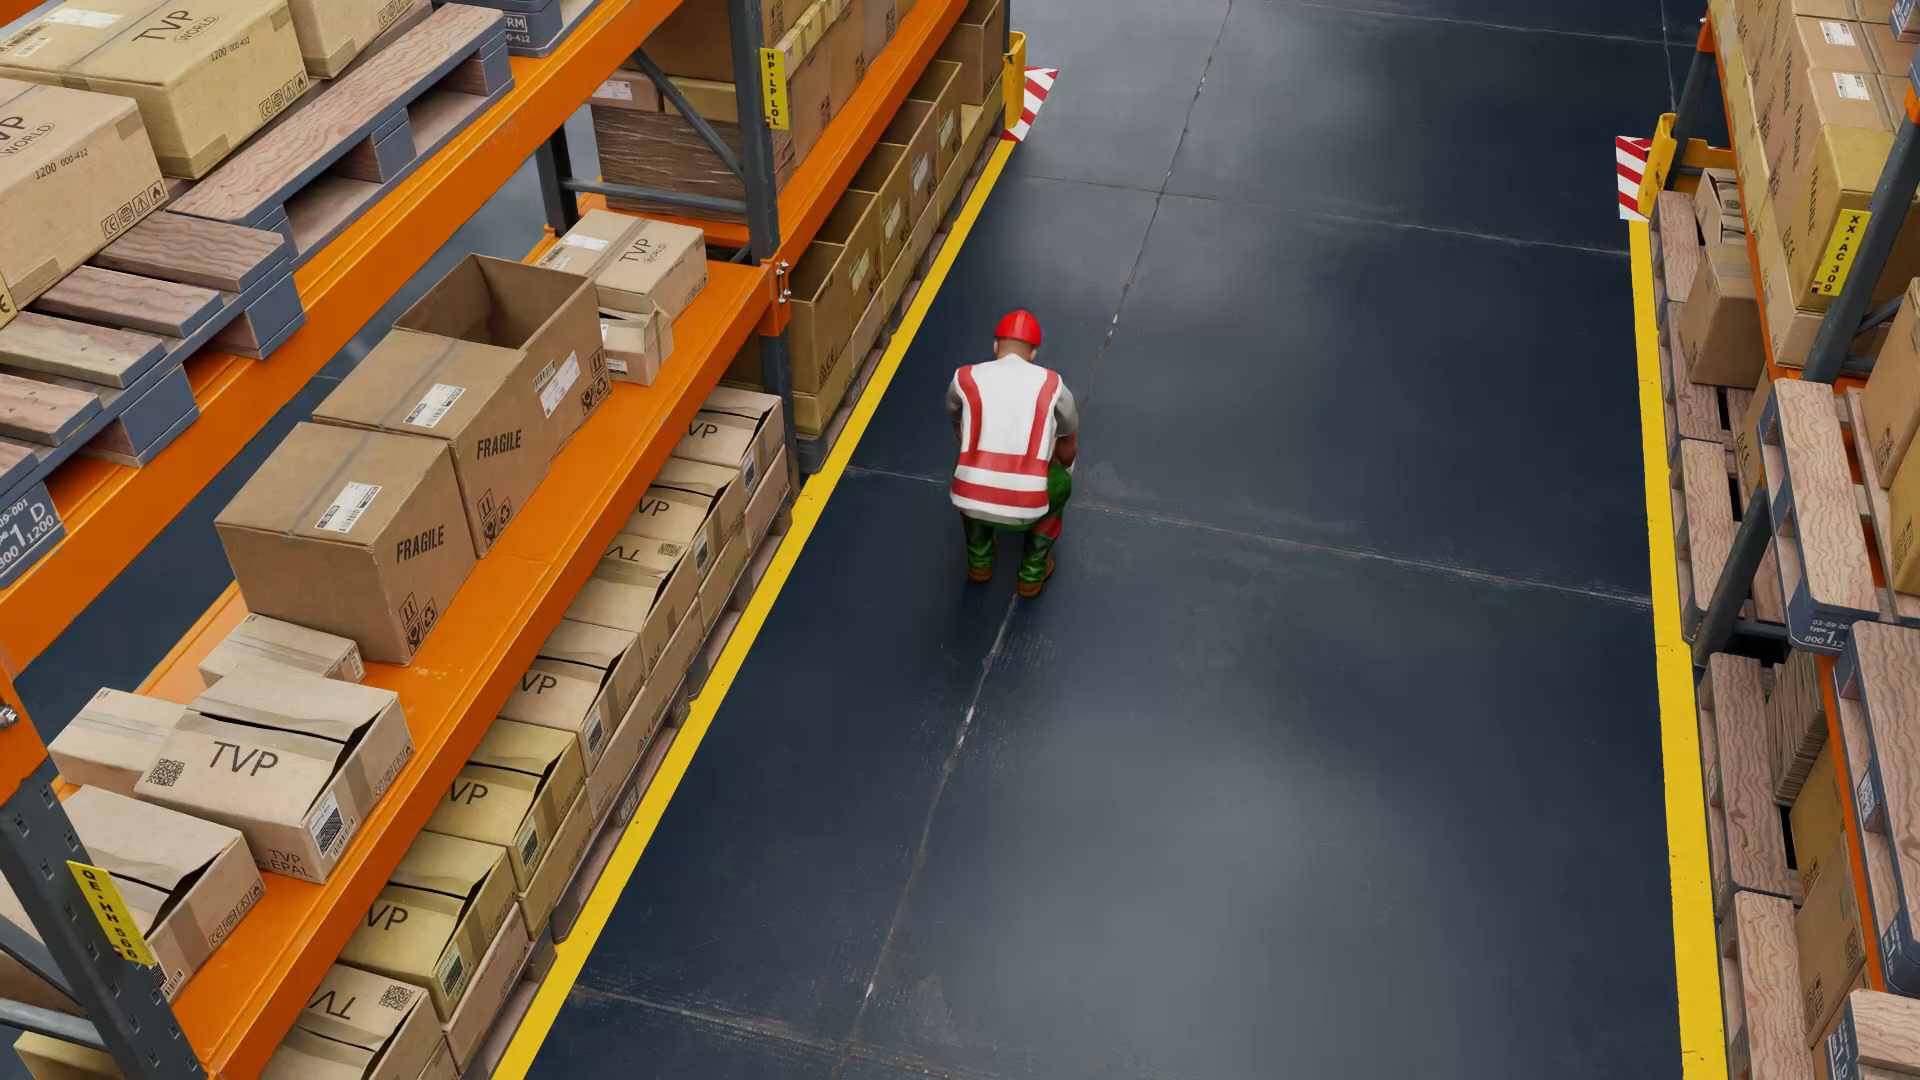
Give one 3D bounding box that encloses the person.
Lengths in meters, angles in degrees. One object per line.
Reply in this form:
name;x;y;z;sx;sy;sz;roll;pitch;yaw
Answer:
person;0.192;-0.334;7.065;0.580;1.093;0.858;10;42;11
